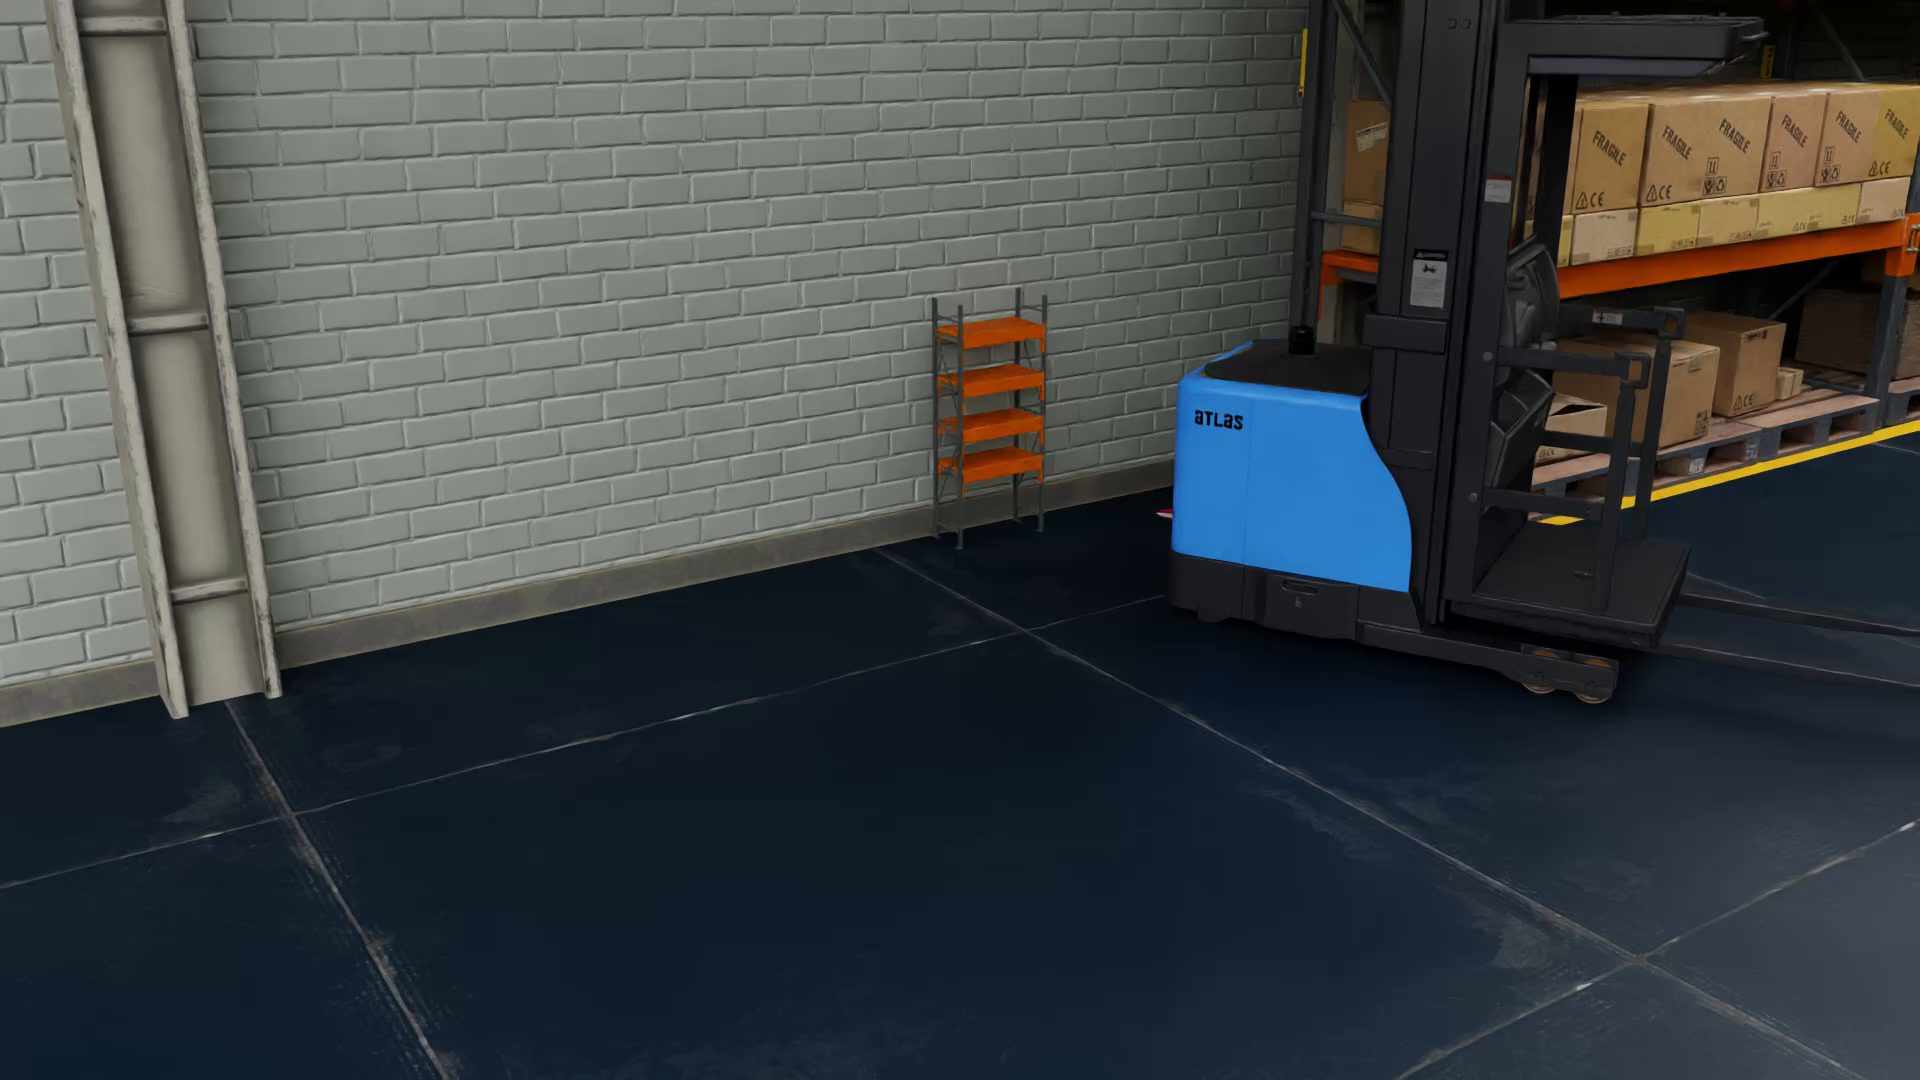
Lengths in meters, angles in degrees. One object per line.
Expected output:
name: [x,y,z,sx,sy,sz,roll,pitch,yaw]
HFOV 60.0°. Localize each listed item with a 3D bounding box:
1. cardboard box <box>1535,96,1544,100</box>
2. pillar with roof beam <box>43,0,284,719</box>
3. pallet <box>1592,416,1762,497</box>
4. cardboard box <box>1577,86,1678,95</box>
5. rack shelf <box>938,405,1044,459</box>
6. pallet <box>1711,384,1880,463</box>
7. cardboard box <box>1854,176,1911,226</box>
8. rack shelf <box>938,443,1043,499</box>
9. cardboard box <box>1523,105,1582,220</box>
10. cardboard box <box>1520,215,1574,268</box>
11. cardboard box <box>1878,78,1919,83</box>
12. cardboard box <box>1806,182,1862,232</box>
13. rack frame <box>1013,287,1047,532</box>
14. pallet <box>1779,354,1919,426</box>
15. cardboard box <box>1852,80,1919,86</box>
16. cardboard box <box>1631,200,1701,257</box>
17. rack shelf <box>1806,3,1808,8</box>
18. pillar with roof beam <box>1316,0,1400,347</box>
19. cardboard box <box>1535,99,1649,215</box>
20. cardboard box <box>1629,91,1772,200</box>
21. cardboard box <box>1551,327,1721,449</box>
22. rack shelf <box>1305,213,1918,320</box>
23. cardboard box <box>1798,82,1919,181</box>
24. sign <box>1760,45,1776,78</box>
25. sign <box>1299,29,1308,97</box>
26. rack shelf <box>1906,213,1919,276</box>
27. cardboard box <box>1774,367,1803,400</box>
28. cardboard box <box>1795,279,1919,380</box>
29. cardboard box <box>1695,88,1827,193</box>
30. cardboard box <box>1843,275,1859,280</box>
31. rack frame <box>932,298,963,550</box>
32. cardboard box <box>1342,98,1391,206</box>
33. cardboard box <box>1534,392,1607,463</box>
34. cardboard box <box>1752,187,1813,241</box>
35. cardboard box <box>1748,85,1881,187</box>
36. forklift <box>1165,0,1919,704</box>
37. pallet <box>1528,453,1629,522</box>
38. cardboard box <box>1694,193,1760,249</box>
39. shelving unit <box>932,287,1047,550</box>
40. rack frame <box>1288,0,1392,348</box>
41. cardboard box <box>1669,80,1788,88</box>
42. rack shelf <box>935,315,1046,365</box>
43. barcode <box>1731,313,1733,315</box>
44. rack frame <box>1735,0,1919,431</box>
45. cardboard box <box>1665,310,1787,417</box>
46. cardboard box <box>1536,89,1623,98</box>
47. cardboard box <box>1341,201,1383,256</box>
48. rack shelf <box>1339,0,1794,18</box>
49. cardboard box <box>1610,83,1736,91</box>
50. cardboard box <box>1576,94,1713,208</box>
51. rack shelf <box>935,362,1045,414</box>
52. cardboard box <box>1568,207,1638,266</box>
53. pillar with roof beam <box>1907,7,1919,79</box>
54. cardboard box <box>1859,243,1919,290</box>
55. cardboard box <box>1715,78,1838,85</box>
cardboard box: [2.728,-2.044,8.640,0.500,0.500,0.500,-12,22,-31]
pillar with roof beam: [-0.509,-2.513,1.627,0.400,9.000,9.100,-12,22,-31]
pallet: [3.805,-0.564,9.584,1.213,0.211,1.003,-12,22,-31]
cardboard box: [3.578,-2.225,9.175,0.500,0.500,0.500,-12,22,-31]
rack shelf: [0.144,-0.532,8.155,0.480,0.148,0.258,-12,22,-32]
pallet: [4.825,-0.780,10.224,1.213,0.211,1.003,-12,22,-31]
cardboard box: [5.138,-2.003,9.689,0.500,0.250,0.500,-12,22,-31]
rack shelf: [0.144,-0.344,8.218,0.480,0.148,0.258,-12,22,-32]
cardboard box: [2.590,-1.822,7.983,0.500,0.500,0.500,-12,22,-31]
cardboard box: [2.608,-1.464,8.095,0.500,0.250,0.500,-13,22,-33]
cardboard box: [6.281,-2.662,10.592,0.500,0.500,0.700,-9,21,-26]
cardboard box: [4.717,-1.918,9.436,0.500,0.250,0.500,-12,22,-31]
rack frame: [0.346,-0.639,8.262,0.015,1.200,0.240,-12,22,-32]
pallet: [6.016,-1.046,11.008,1.213,0.211,1.003,-12,22,-31]
cardboard box: [5.810,-2.565,10.307,0.500,0.500,0.700,-12,22,-31]
cardboard box: [3.463,-1.647,8.637,0.500,0.250,0.500,-12,22,-32]
rack shelf: [7.037,-3.662,10.832,4.000,0.370,1.077,-12,22,-31]
pillar with roof beam: [4.502,-3.570,4.753,0.400,9.000,9.100,-12,22,-31]
cardboard box: [3.008,-1.906,8.232,0.500,0.500,0.500,-12,22,-31]
cardboard box: [3.868,-2.090,8.775,0.500,0.500,0.500,-11,22,-30]
cardboard box: [3.770,-0.863,9.330,0.500,0.500,0.700,-14,23,-35]
rack shelf: [3.696,-1.536,9.228,4.000,0.370,1.077,-12,22,-31]
cardboard box: [5.142,-2.357,9.565,0.500,0.500,0.500,-12,22,-32]
sign: [5.058,-2.925,10.407,0.005,0.325,0.100,-12,22,-31]
sign: [1.737,-2.375,8.284,0.005,0.325,0.100,-12,22,-31]
rack shelf: [7.037,-2.241,11.312,4.000,0.370,1.077,-12,22,-31]
cardboard box: [4.936,-0.993,10.236,0.250,0.166,0.380,-16,24,-38]
cardboard box: [5.972,-1.388,10.881,0.500,0.500,0.700,-11,22,-30]
cardboard box: [4.302,-2.182,9.046,0.500,0.500,0.500,-13,22,-33]
cardboard box: [6.376,-1.492,11.190,0.500,0.500,0.700,-12,22,-32]
rack frame: [-0.059,-0.552,8.004,0.015,1.200,0.240,-12,22,-32]
cardboard box: [2.303,-1.958,8.385,0.500,0.500,0.500,-12,22,-32]
cardboard box: [3.129,-0.657,9.017,0.500,0.311,0.500,-10,21,-27]
cardboard box: [4.305,-1.825,9.162,0.500,0.250,0.500,-12,22,-32]
cardboard box: [4.728,-2.267,9.300,0.500,0.500,0.500,-12,22,-32]
forklift: [2.435,-0.955,6.492,3.031,2.935,1.130,10,21,27]
pallet: [2.787,-0.351,8.952,1.213,0.211,1.003,-12,22,-31]
cardboard box: [3.886,-1.736,8.899,0.500,0.250,0.500,-12,22,-31]
shelving unit: [0.144,-0.596,8.133,0.503,1.200,0.258,-12,22,-32]
rack frame: [2.026,-1.525,8.071,0.127,3.000,1.000,-12,22,-31]
cardboard box: [4.425,-2.406,9.709,0.500,0.500,0.500,-12,22,-32]
rack shelf: [0.144,-0.968,8.007,0.480,0.148,0.258,-12,22,-32]
barcode: [4.784,-1.374,10.342,0.075,0.075,0.001,-12,22,-31]
rack frame: [5.367,-2.229,10.155,0.127,3.000,1.000,-12,22,-31]
cardboard box: [4.522,-1.060,9.912,0.500,0.500,0.500,-14,23,-35]
cardboard box: [3.158,-2.136,8.913,0.500,0.500,0.500,-13,22,-33]
cardboard box: [2.310,-1.597,8.489,0.500,0.250,0.500,-12,22,-31]
rack shelf: [3.696,-2.957,8.748,4.000,0.370,1.077,-12,22,-31]
cardboard box: [4.006,-2.319,9.454,0.500,0.500,0.500,-11,22,-30]
cardboard box: [3.443,-1.996,8.496,0.500,0.500,0.500,-13,22,-33]
rack shelf: [0.144,-0.744,8.083,0.480,0.148,0.258,-12,22,-32]
cardboard box: [3.034,-1.559,8.377,0.500,0.250,0.500,-13,22,-33]
pillar with roof beam: [9.513,-4.627,7.879,0.400,9.000,9.100,-12,22,-31]
cardboard box: [6.338,-1.821,10.994,0.500,0.250,0.500,-12,22,-33]
cardboard box: [4.859,-2.496,9.976,0.500,0.500,0.500,-13,22,-33]
